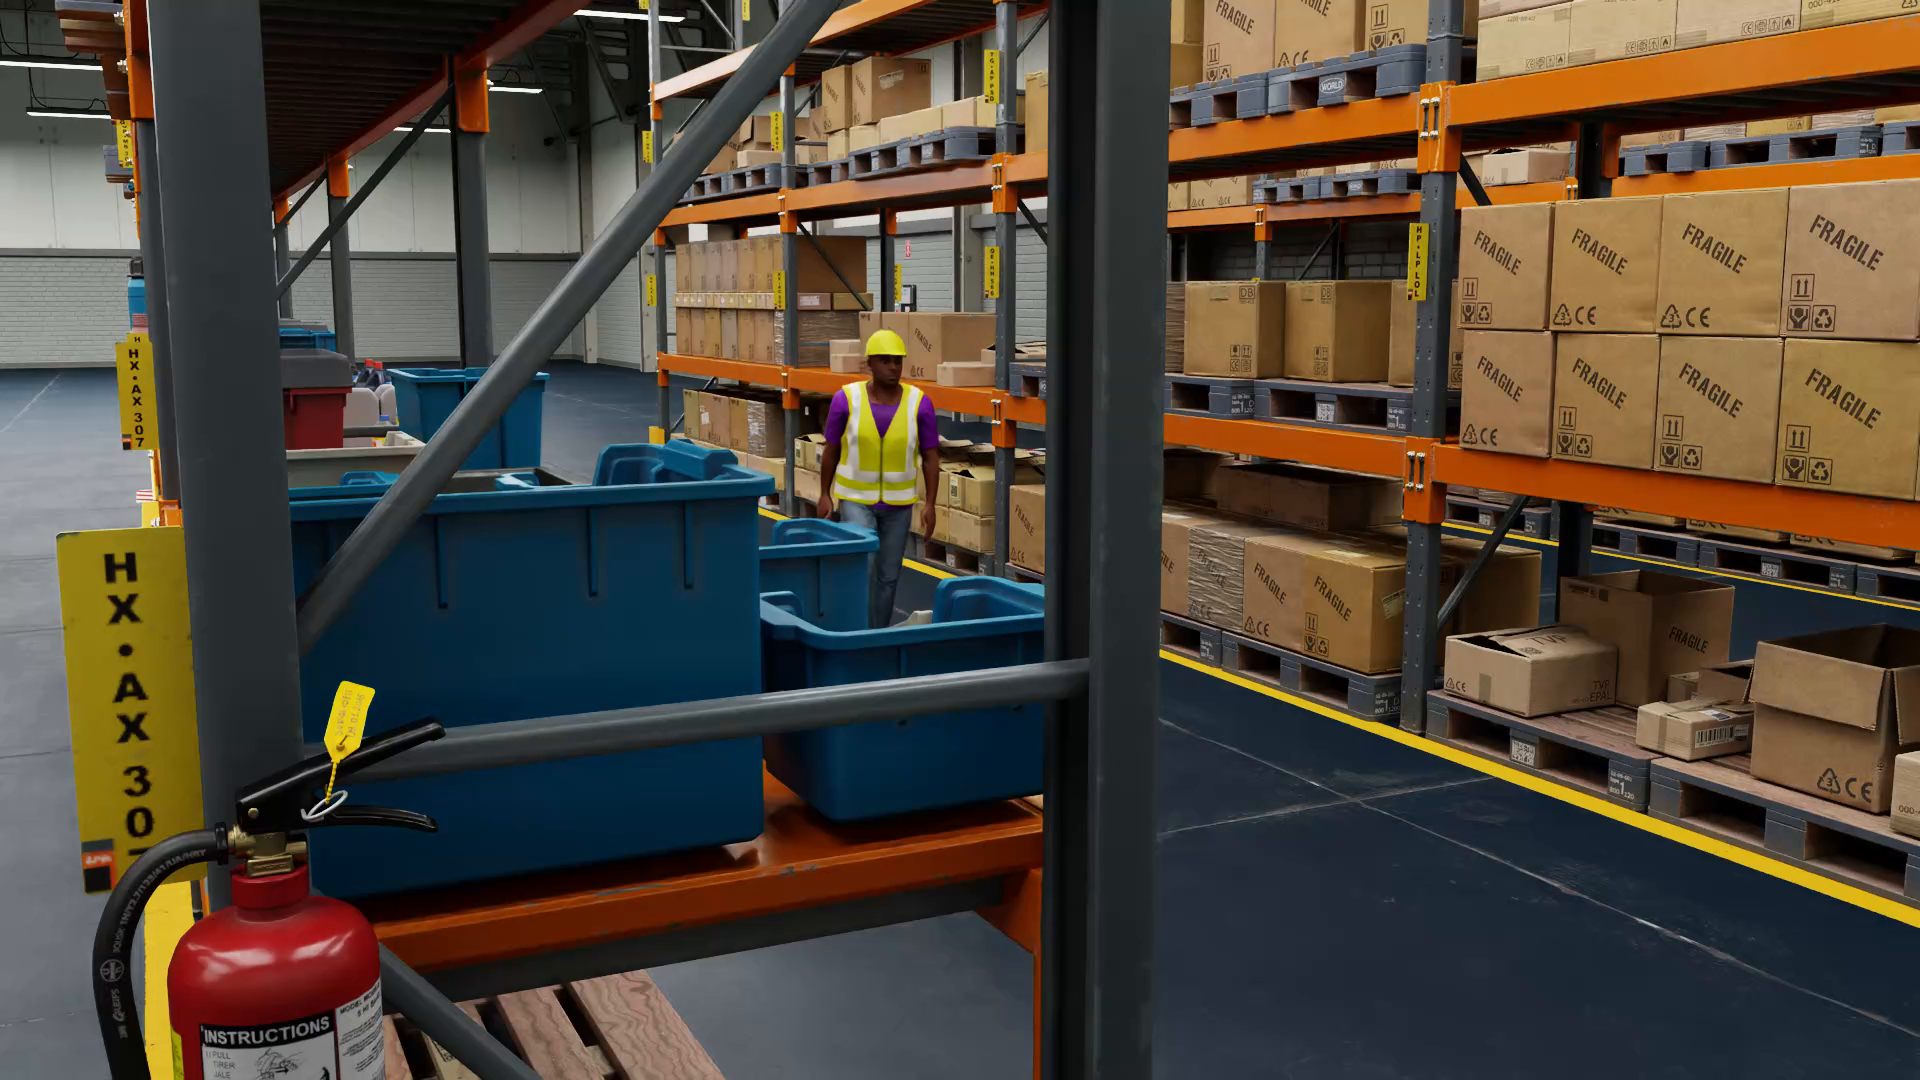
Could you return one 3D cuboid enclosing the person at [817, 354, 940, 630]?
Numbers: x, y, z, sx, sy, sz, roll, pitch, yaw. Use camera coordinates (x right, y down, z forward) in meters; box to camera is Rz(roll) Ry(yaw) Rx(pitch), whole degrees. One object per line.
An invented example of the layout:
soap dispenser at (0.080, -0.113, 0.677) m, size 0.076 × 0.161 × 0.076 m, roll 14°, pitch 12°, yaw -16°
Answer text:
person at (-0.413, -0.151, 8.463) m, size 0.606 × 1.758 × 0.581 m, roll -2°, pitch 9°, yaw -13°
